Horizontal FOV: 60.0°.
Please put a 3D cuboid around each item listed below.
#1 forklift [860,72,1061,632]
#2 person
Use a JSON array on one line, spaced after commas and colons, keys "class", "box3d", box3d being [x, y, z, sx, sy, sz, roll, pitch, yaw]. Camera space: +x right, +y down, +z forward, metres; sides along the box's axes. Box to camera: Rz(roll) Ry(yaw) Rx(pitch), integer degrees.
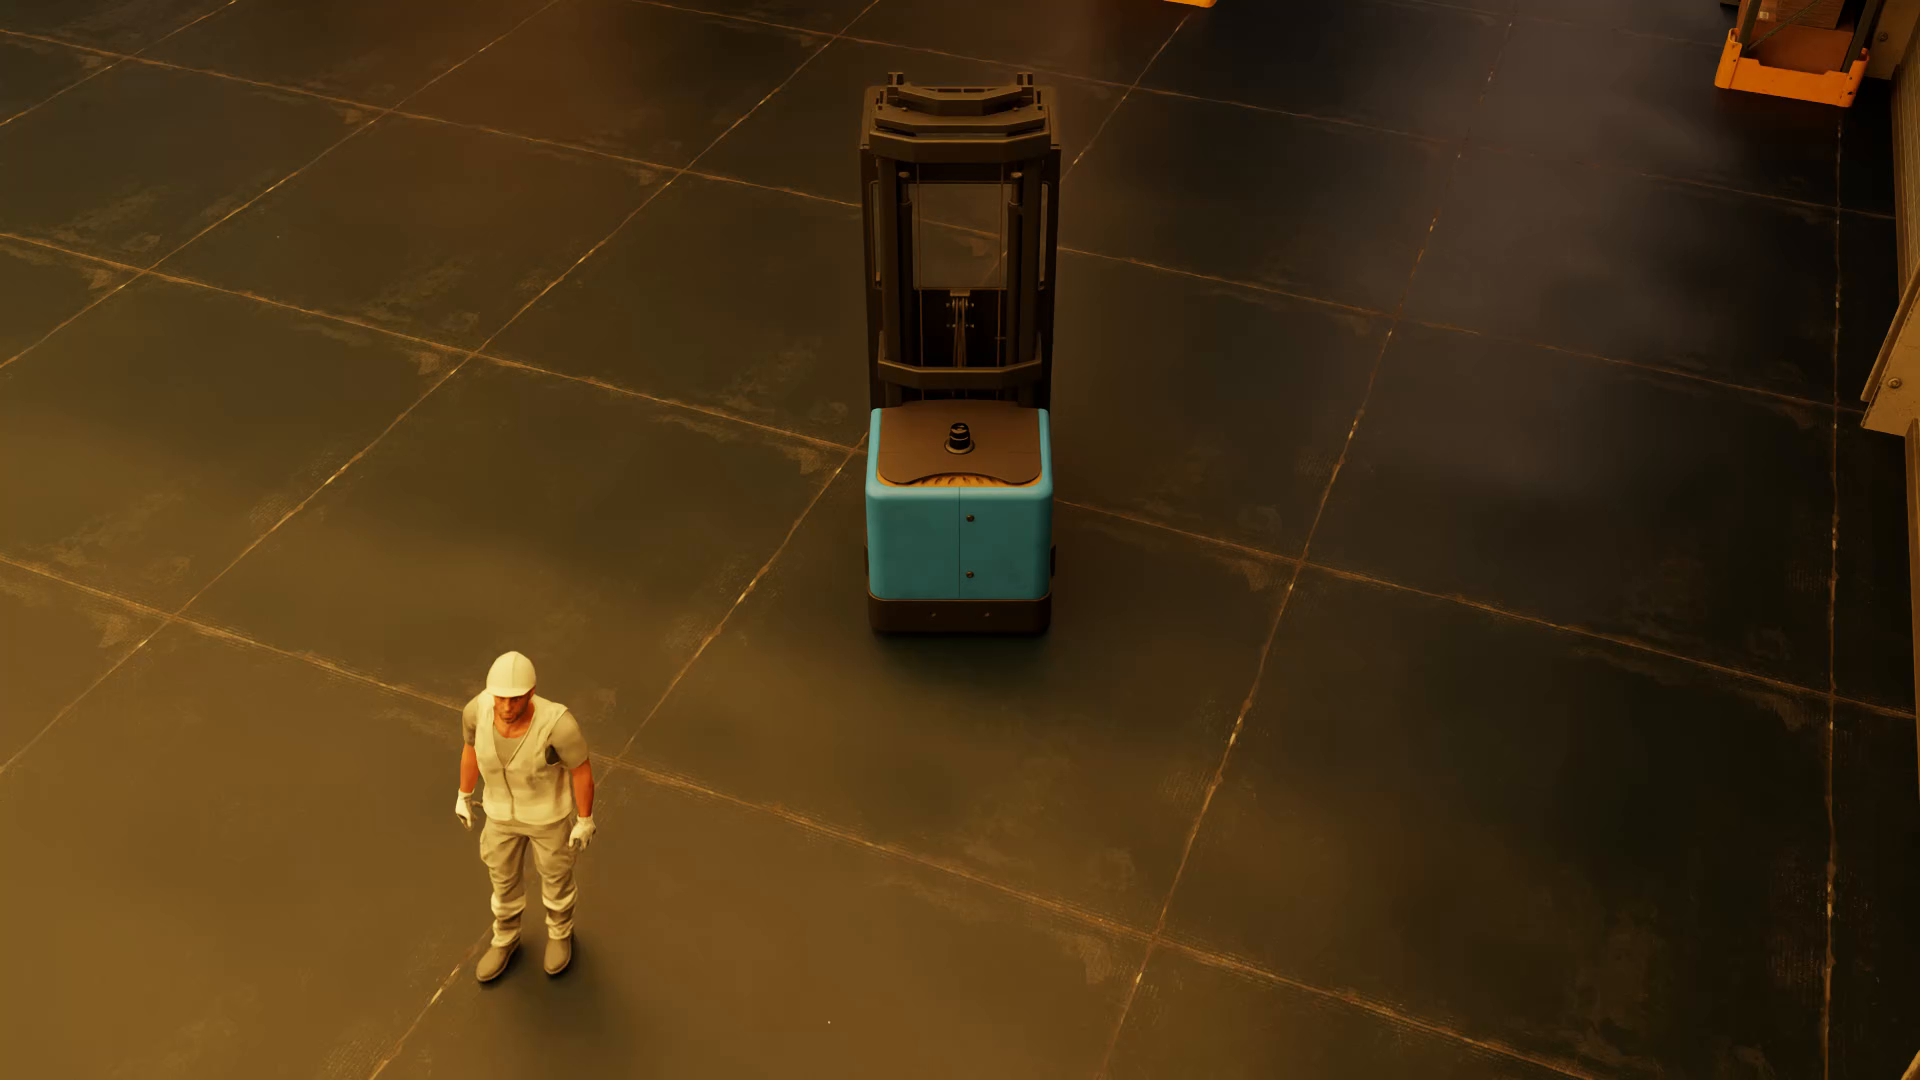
[{"class": "forklift", "box3d": [0.002, -1.515, 9.816, 1.130, 2.935, 3.031, 0, 40, 0]}, {"class": "person", "box3d": [-1.948, 1.256, 7.387, 0.637, 1.790, 0.552, 7, 40, 8]}]
